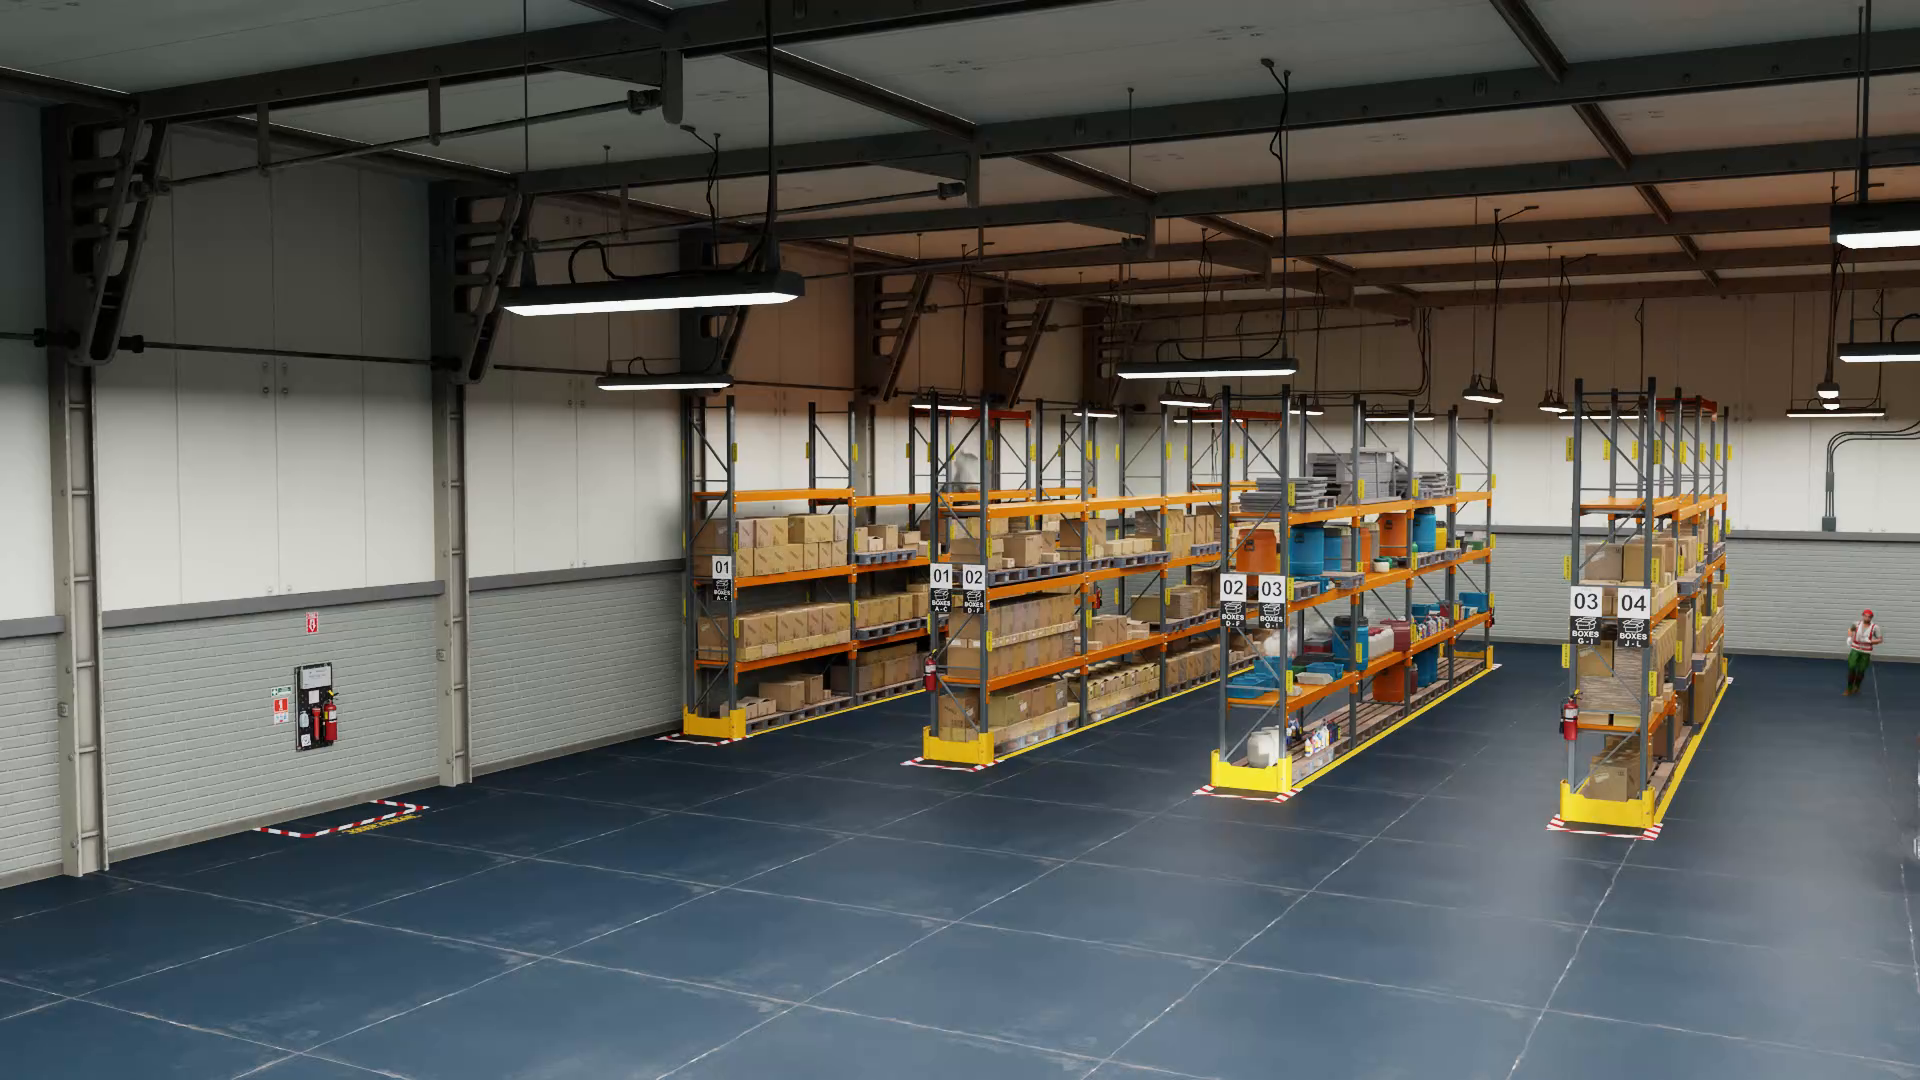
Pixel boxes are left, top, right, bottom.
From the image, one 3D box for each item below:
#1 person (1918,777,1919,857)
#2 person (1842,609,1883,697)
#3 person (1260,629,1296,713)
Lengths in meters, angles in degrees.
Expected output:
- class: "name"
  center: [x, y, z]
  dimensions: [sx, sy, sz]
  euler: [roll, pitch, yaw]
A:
- class: "person"
  center: [11.770, 3.185, 19.835]
  dimensions: [0.570, 1.556, 0.487]
  euler: [0, 3, -5]
- class: "person"
  center: [18.616, 2.328, 34.242]
  dimensions: [0.681, 1.833, 0.747]
  euler: [2, 4, 34]
- class: "person"
  center: [6.025, 2.455, 31.756]
  dimensions: [0.652, 1.743, 0.602]
  euler: [2, 3, 29]
